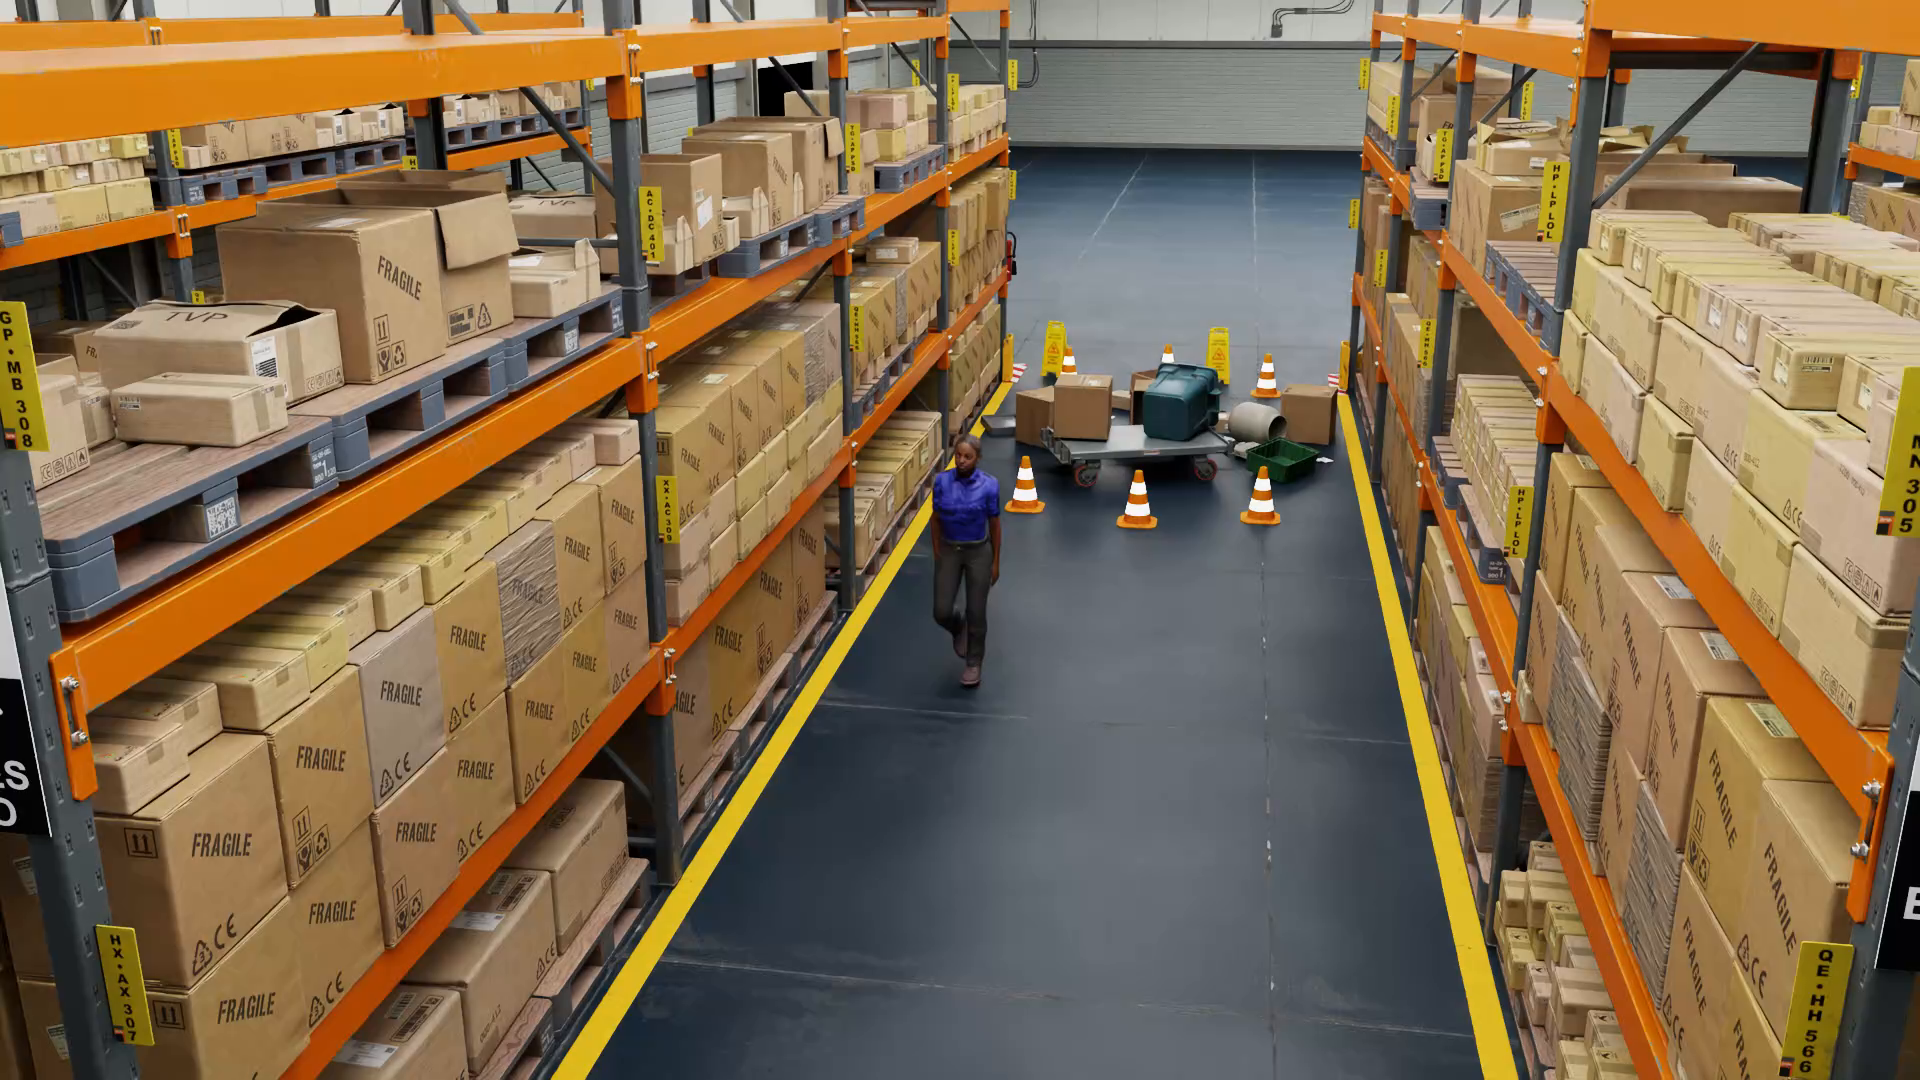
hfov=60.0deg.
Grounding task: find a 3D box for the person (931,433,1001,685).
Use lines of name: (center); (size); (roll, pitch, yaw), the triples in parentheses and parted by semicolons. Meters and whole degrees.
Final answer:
person: (0.046, 0.093, 10.708); (0.461, 1.650, 0.499); (3, 18, 10)
